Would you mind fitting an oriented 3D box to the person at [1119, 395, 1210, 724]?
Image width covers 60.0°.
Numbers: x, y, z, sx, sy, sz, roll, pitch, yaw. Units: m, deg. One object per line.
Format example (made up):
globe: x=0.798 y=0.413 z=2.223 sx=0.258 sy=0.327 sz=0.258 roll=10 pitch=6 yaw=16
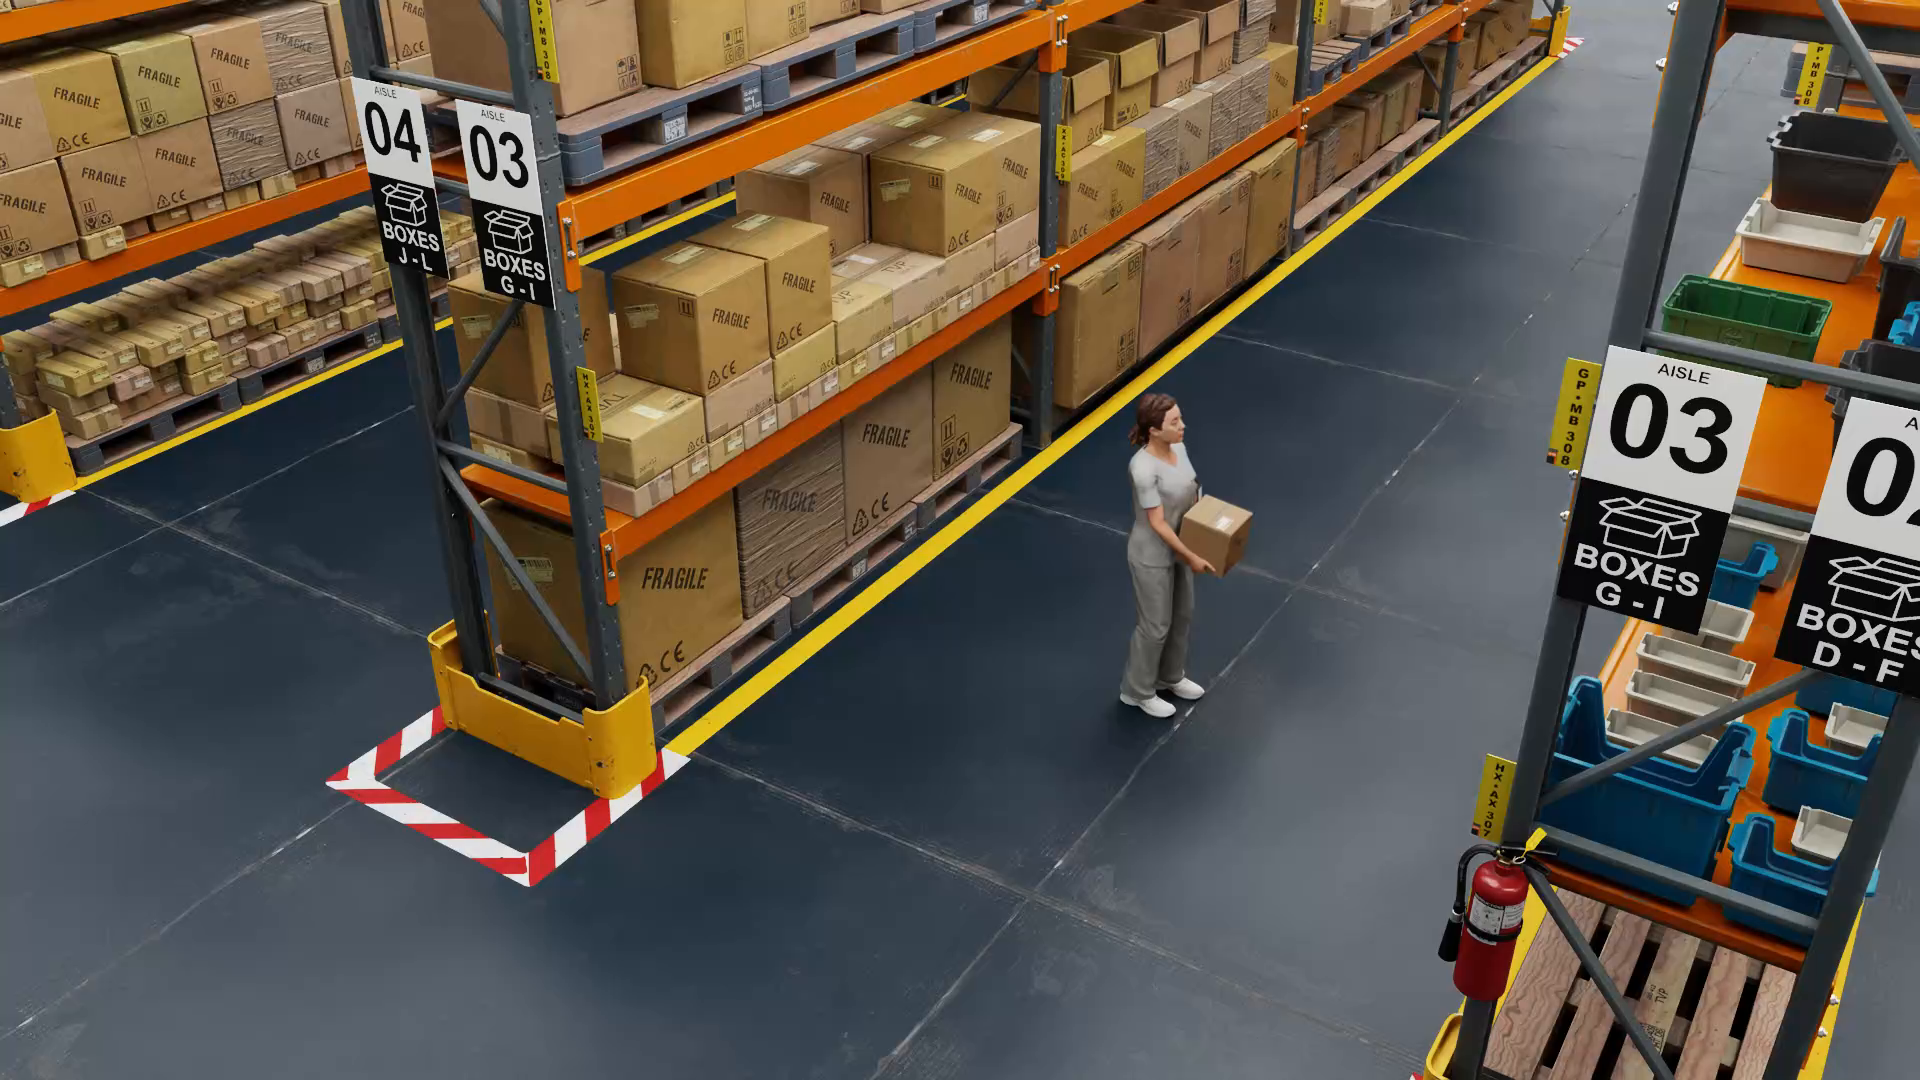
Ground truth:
person: x=1.024 y=0.069 z=8.066 sx=0.409 sy=1.673 sz=0.514 roll=16 pitch=34 yaw=25
